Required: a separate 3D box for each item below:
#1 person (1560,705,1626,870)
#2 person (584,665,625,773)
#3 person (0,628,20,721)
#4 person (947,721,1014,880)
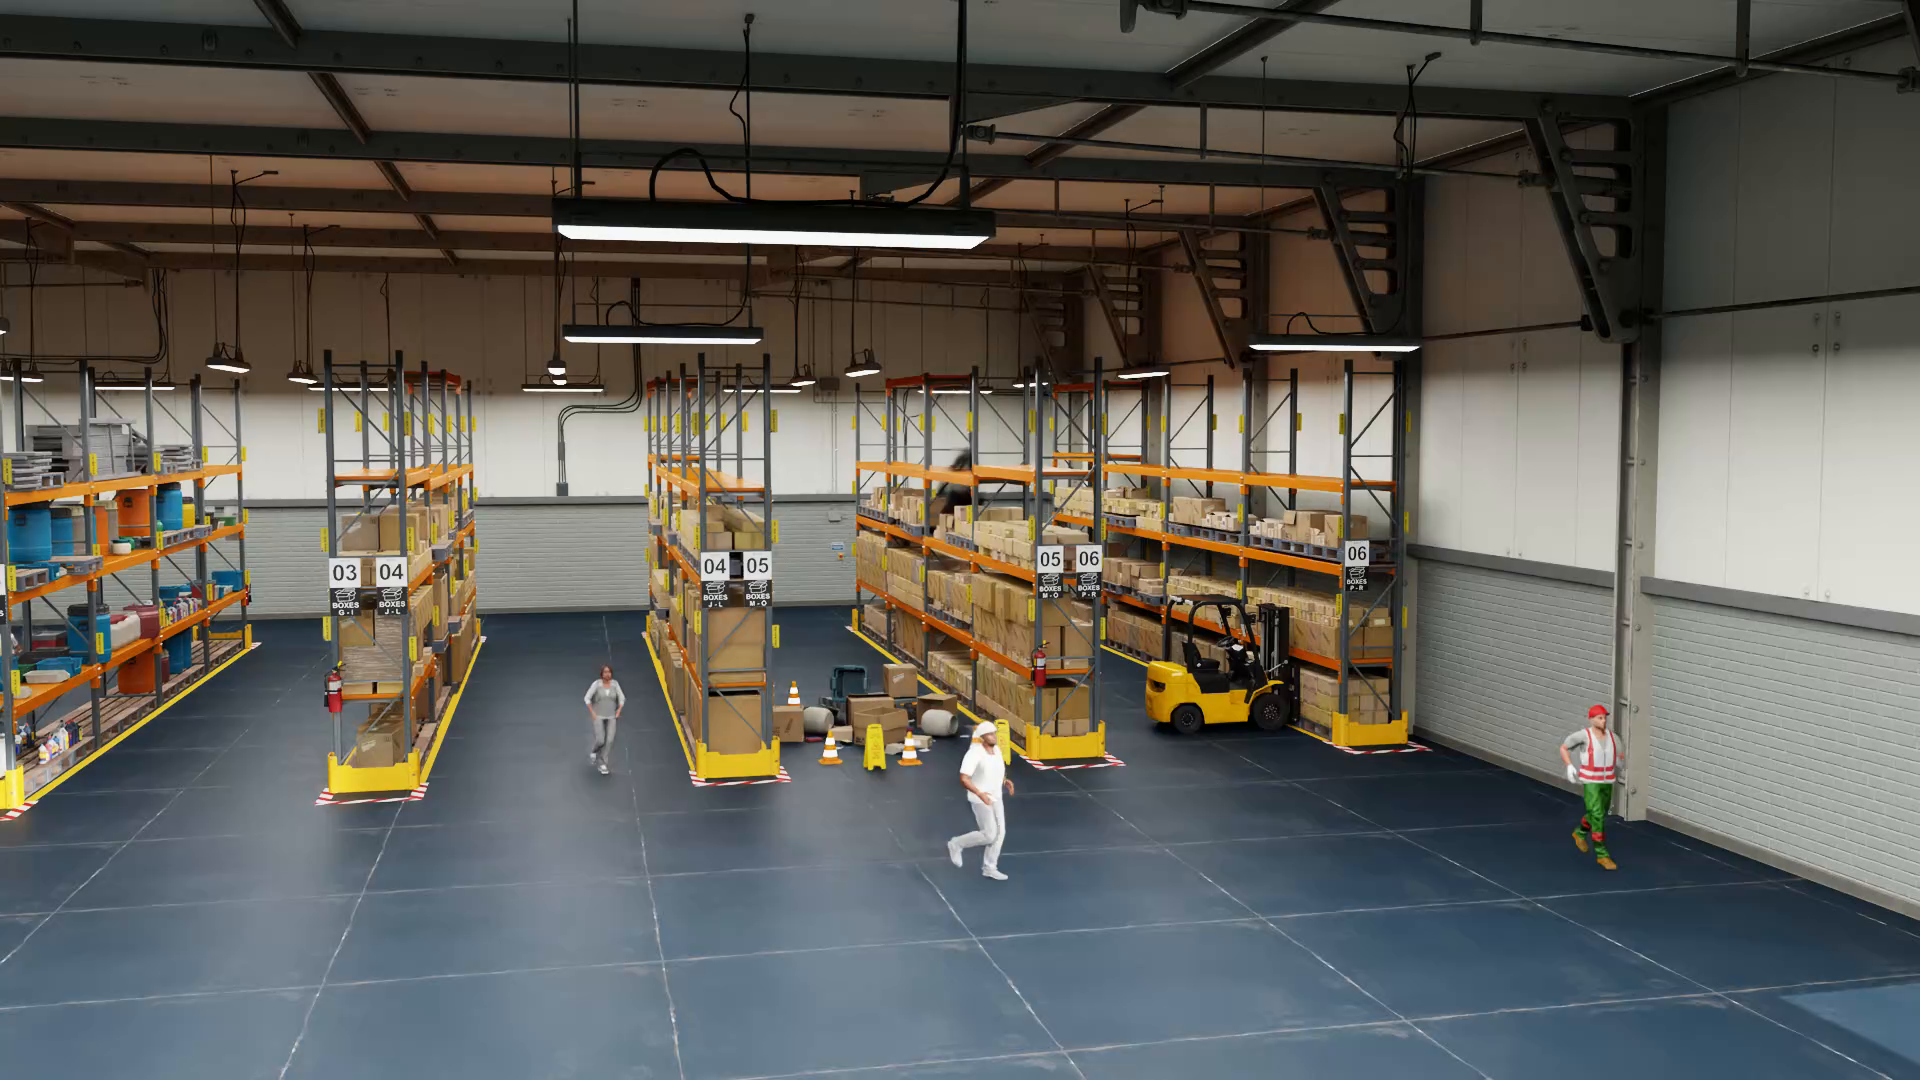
[{"bbox_3d":[7.240,2.758,18.905,0.667,1.779,0.967,-1,4,-13],"label":"person"},{"bbox_3d":[-5.108,2.568,23.971,0.567,1.565,0.524,-2,4,-26],"label":"person"},{"bbox_3d":[-16.279,2.169,28.184,0.578,1.698,0.870,-1,4,-20],"label":"person"},{"bbox_3d":[0.247,2.864,18.428,0.684,1.743,0.700,3,5,34],"label":"person"}]
